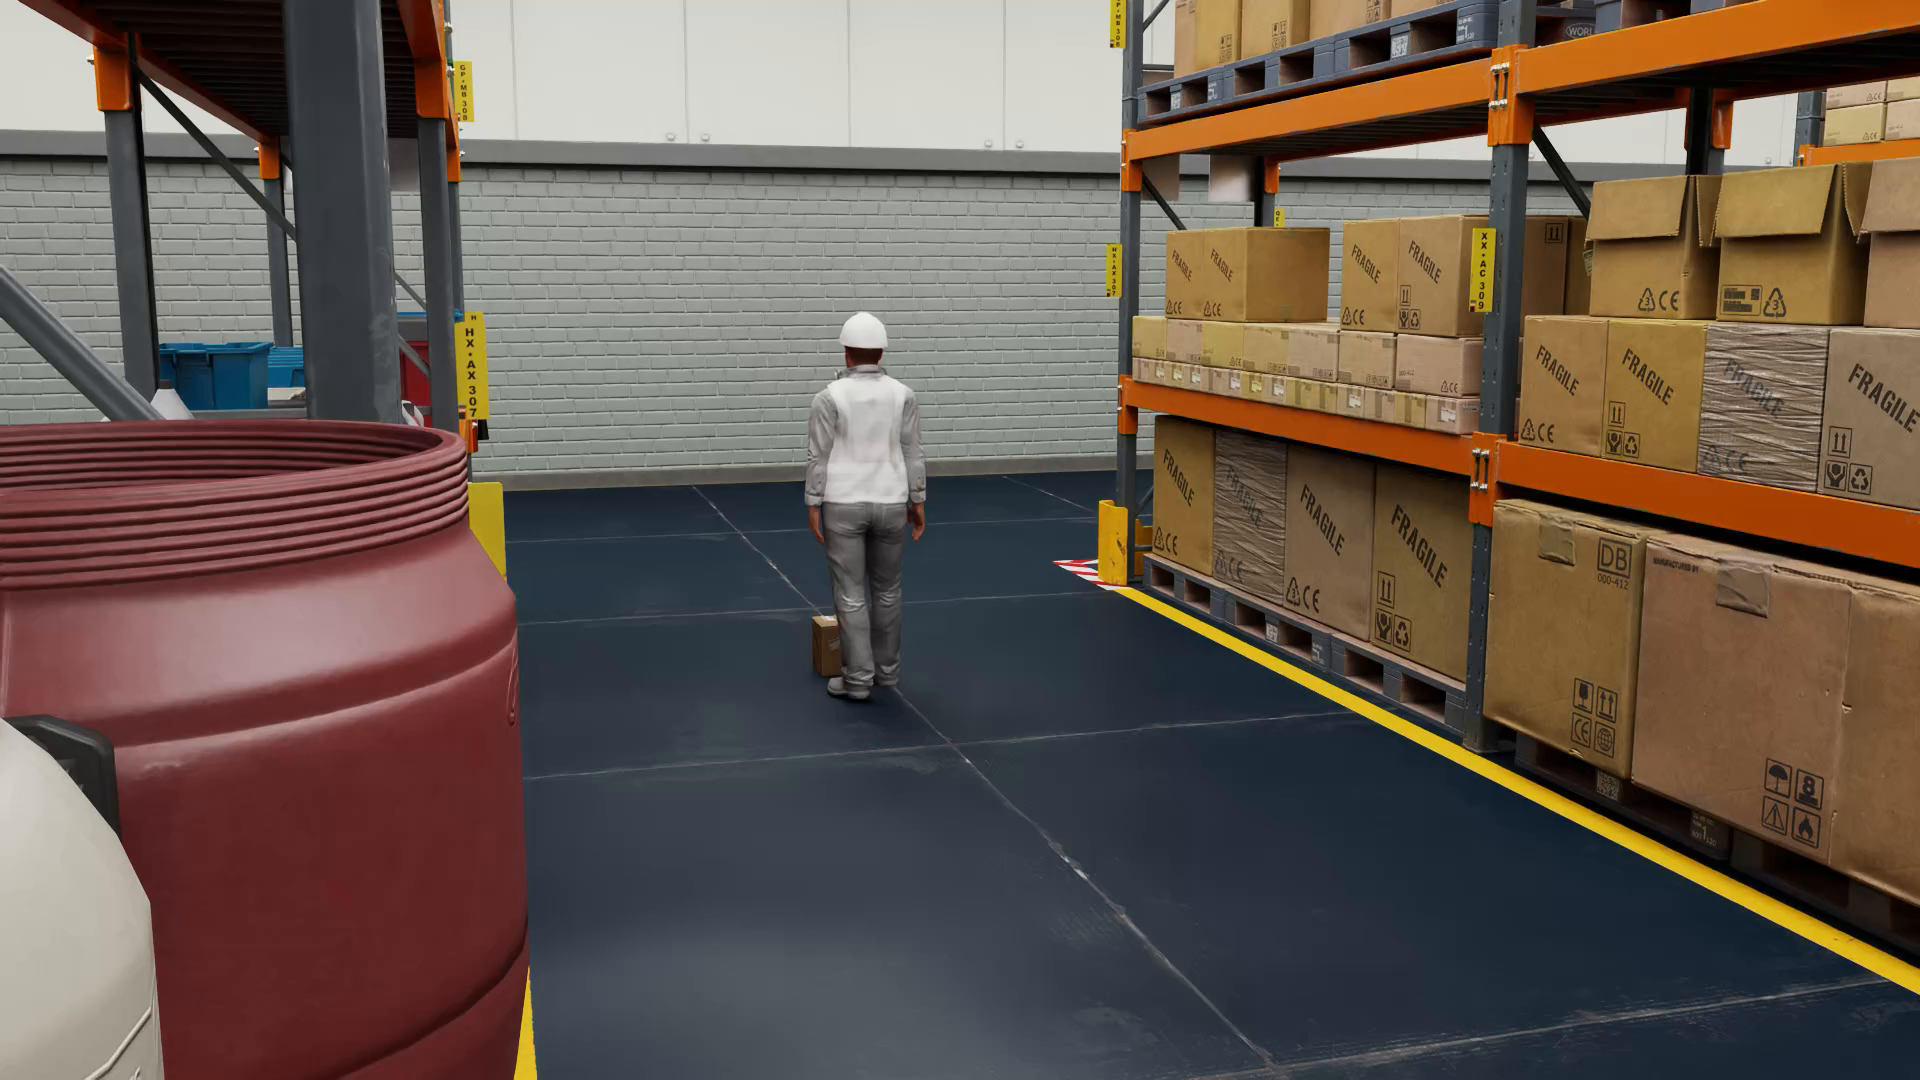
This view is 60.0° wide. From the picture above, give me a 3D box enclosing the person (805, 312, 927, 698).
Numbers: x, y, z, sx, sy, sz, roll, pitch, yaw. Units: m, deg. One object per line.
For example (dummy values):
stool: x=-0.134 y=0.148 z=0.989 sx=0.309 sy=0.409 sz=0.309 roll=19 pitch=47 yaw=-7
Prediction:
person: x=-0.458 y=-0.167 z=7.771 sx=0.563 sy=1.782 sz=0.550 roll=-4 pitch=10 yaw=-21
